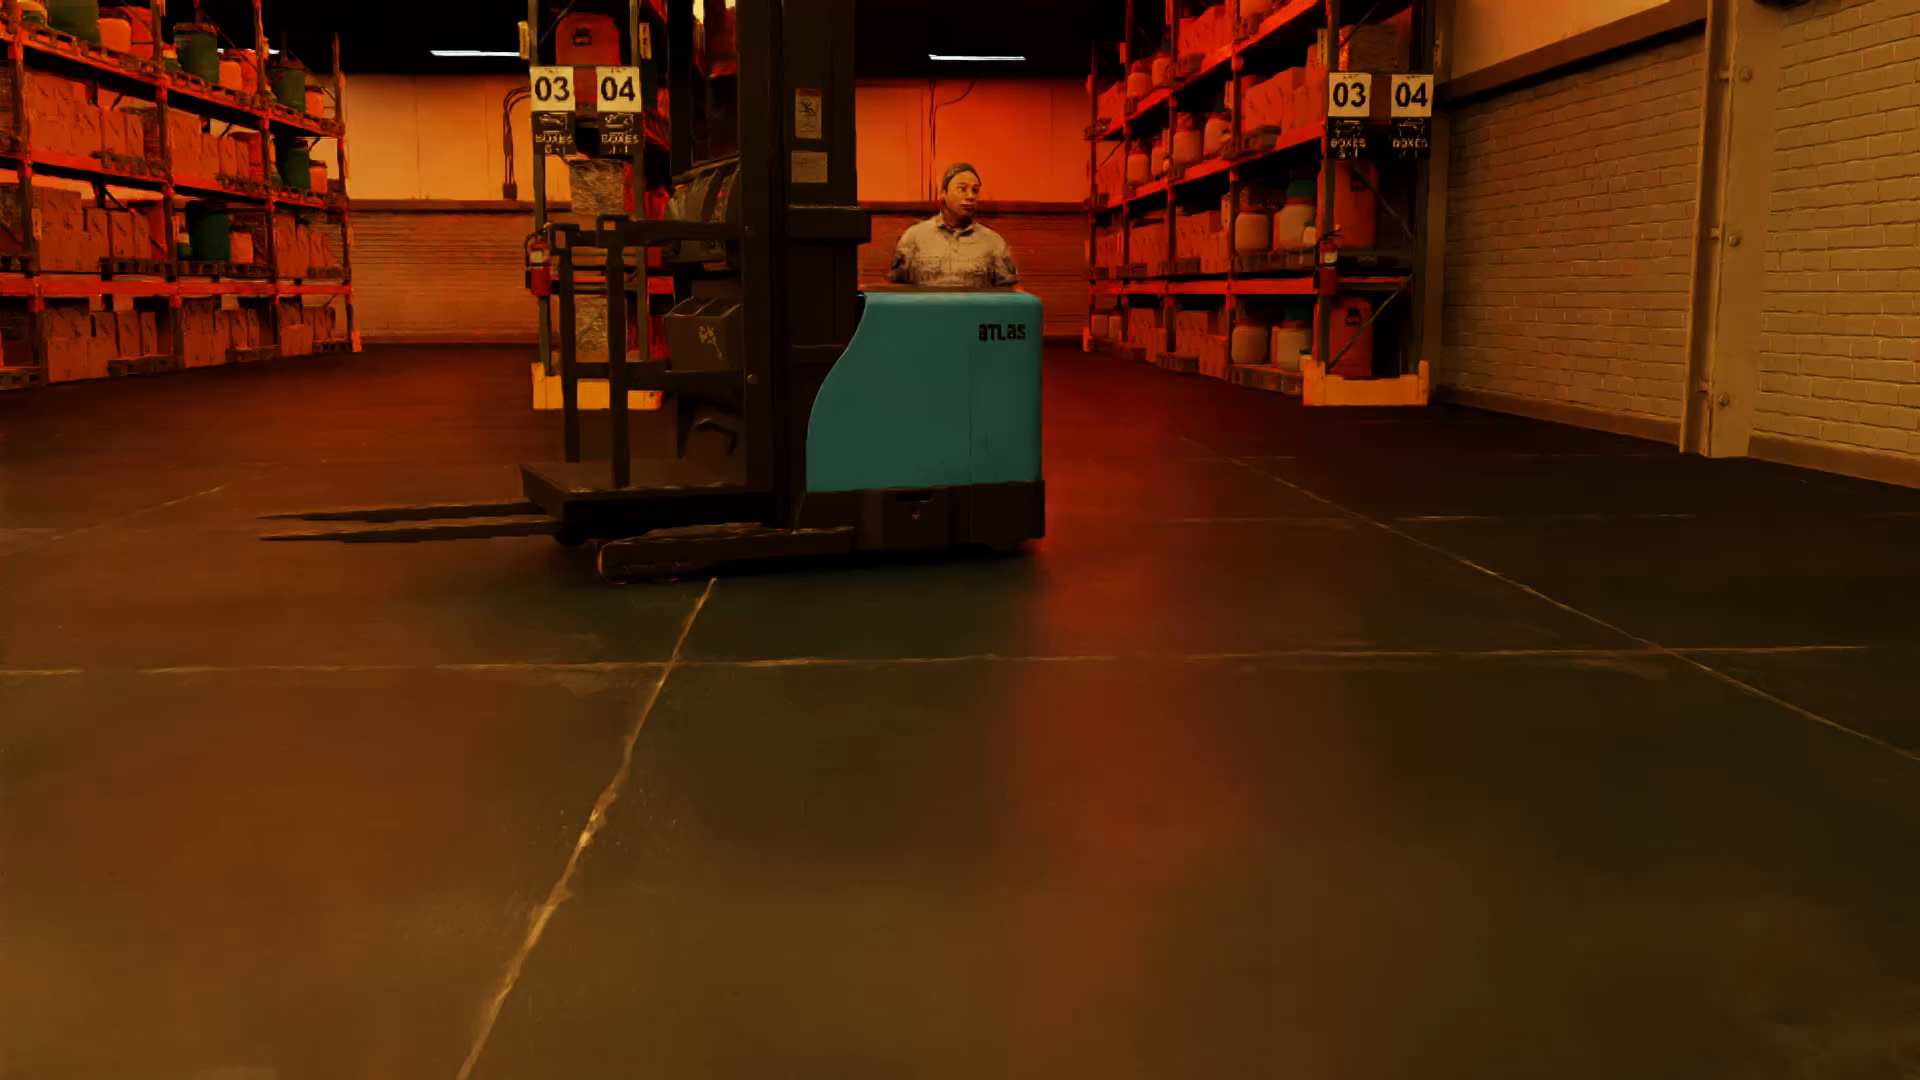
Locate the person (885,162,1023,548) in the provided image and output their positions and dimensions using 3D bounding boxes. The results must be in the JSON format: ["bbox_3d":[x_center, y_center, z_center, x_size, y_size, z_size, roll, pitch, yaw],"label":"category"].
[{"bbox_3d":[-0.025,-0.762,6.974,0.671,1.598,0.490,-1,8,-5],"label":"person"}]

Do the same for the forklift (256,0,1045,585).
[{"bbox_3d":[-1.210,-1.371,6.566,3.031,2.935,1.130,-4,9,-23],"label":"forklift"}]
